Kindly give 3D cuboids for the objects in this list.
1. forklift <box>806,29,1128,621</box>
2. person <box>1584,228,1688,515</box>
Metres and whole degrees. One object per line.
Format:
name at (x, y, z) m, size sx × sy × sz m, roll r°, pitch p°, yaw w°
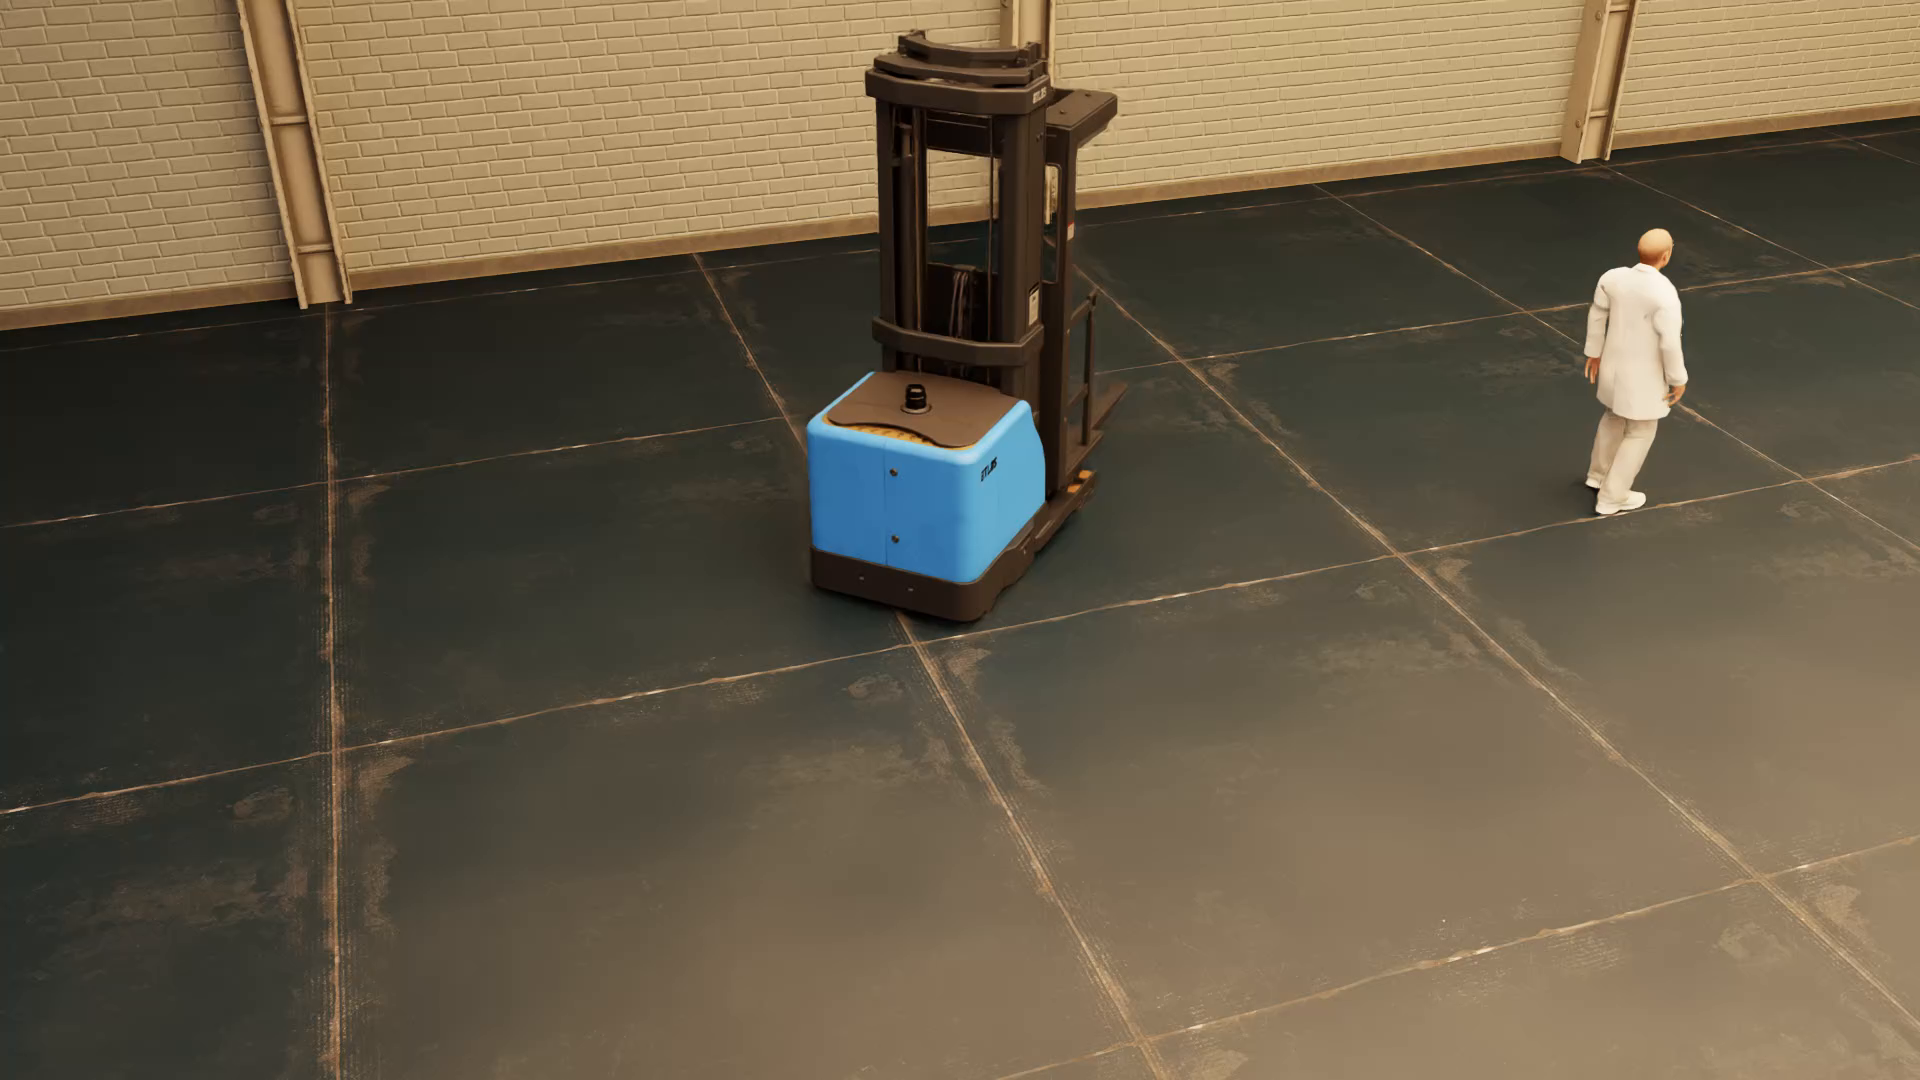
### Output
forklift at (0.222, -1.539, 9.762) m, size 1.130 × 2.935 × 3.031 m, roll 13°, pitch 32°, yaw 21°
person at (4.132, -1.020, 10.068) m, size 0.540 × 1.812 × 0.680 m, roll -15°, pitch 33°, yaw -24°
